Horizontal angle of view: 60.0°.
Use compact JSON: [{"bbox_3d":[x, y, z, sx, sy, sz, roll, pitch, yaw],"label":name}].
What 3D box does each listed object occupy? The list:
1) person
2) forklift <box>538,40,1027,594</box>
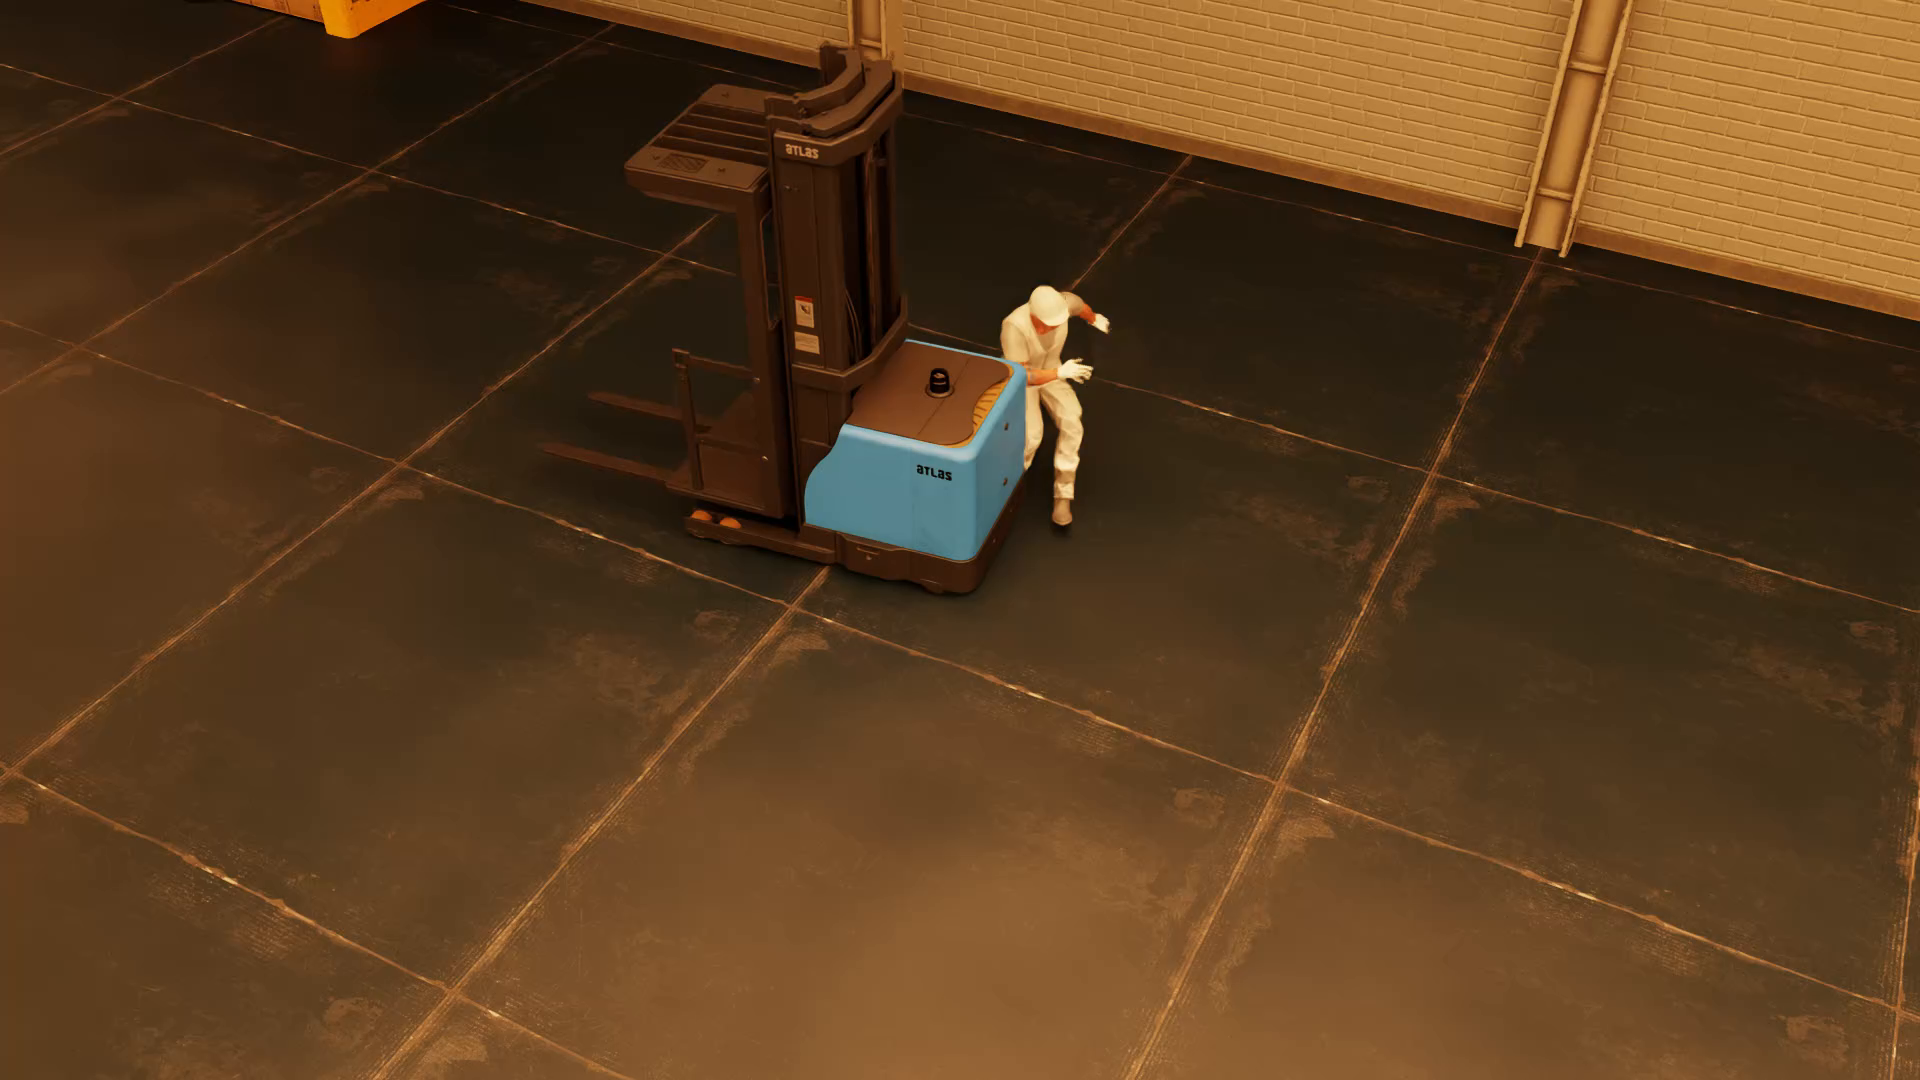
[{"bbox_3d":[0.677,-0.940,10.285,1.084,1.497,0.964,-19,44,-21],"label":"person"},{"bbox_3d":[-1.161,-1.395,9.643,3.031,2.935,1.130,14,42,16],"label":"forklift"}]
